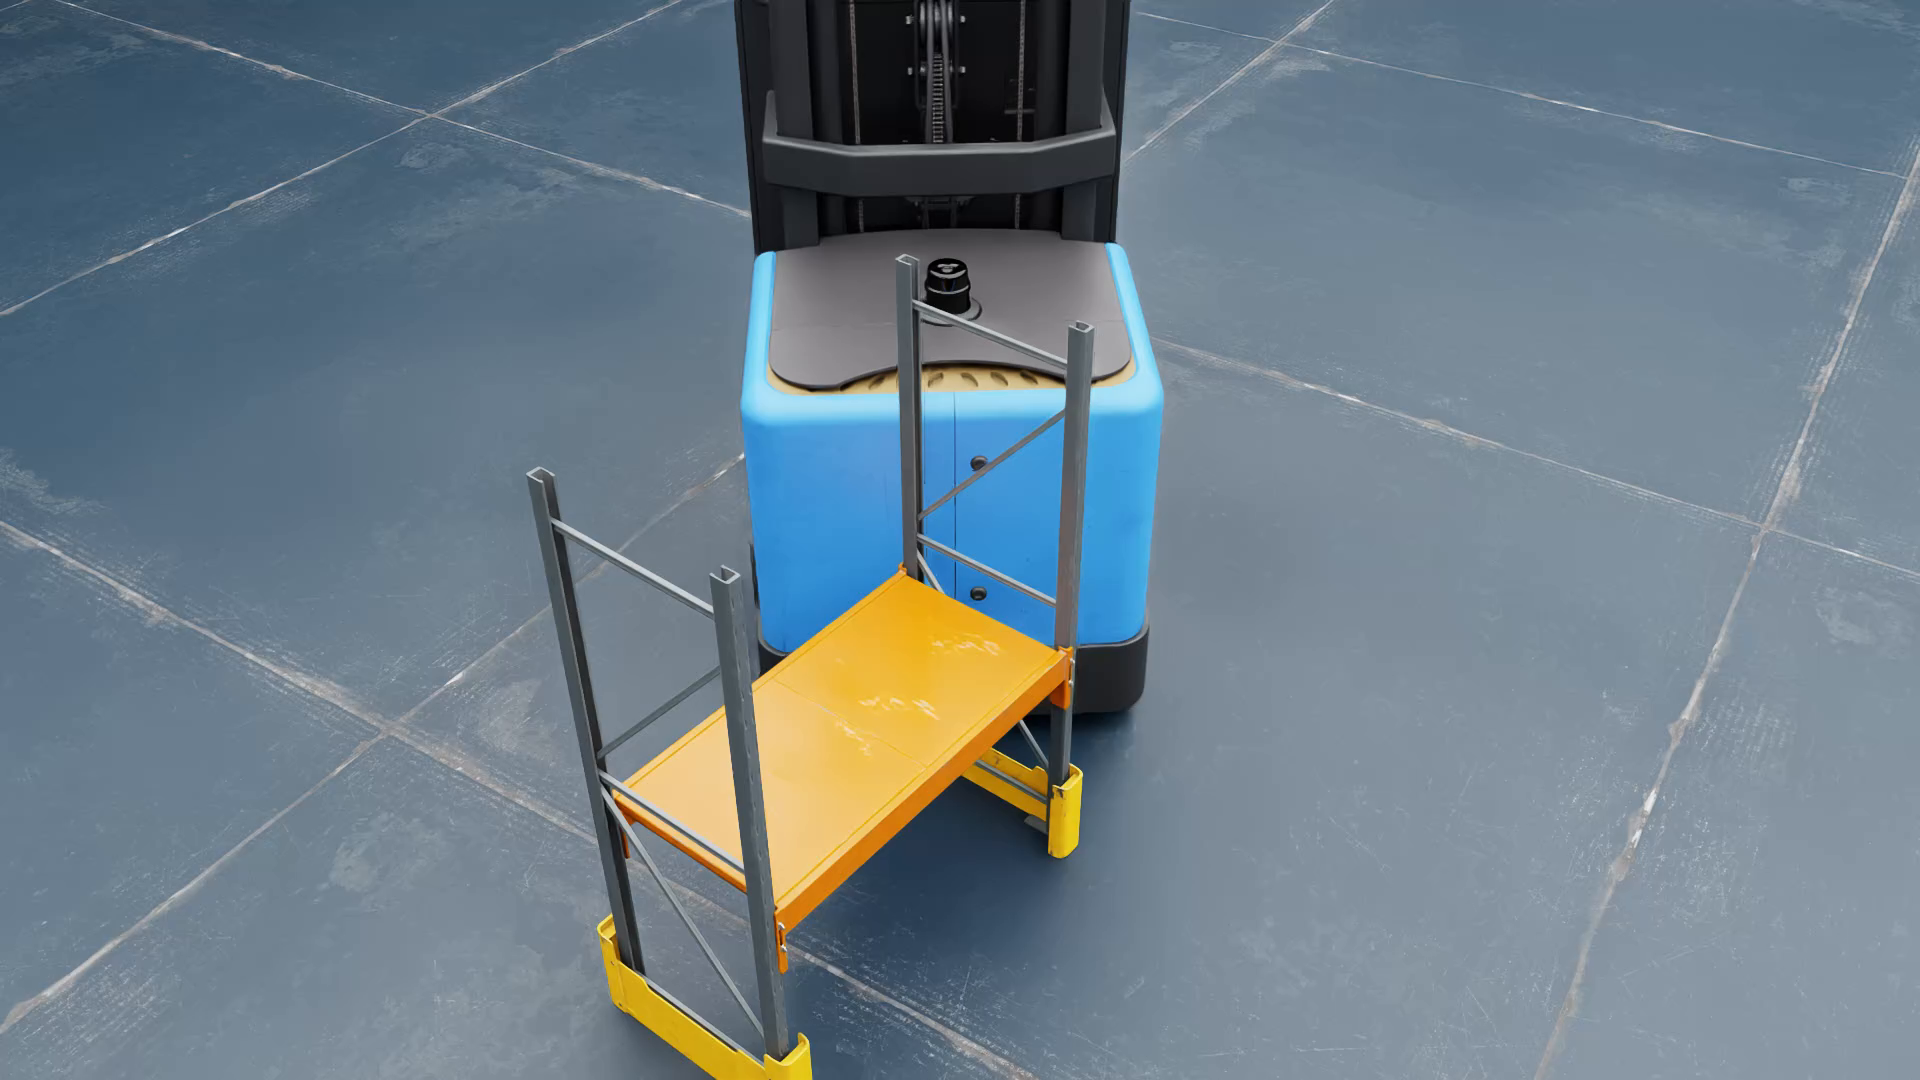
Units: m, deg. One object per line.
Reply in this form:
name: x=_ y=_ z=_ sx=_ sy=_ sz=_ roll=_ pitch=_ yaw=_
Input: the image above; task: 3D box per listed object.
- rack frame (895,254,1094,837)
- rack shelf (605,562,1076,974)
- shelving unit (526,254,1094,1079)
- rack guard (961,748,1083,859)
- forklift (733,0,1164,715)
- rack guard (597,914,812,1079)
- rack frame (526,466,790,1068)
rack frame: x=0.066 y=0.077 z=3.922 sx=0.500 sy=1.500 sz=0.032 roll=26 pitch=44 yaw=29
rack shelf: x=-0.249 y=0.463 z=3.716 sx=0.538 sy=0.185 sz=1.000 roll=26 pitch=44 yaw=29
shelving unit: x=-0.255 y=0.325 z=3.600 sx=0.587 sy=1.500 sz=1.083 roll=26 pitch=44 yaw=29
rack guard: x=0.054 y=0.581 z=4.291 sx=0.587 sy=0.250 sz=0.087 roll=26 pitch=44 yaw=29
forklift: x=-0.089 y=-1.545 z=4.853 sx=1.130 sy=2.935 sz=3.031 roll=-2 pitch=38 yaw=-2
rack guard: x=-0.563 y=1.059 z=3.672 sx=0.587 sy=0.250 sz=0.087 roll=26 pitch=44 yaw=29
rack frame: x=-0.564 y=0.564 z=3.290 sx=0.500 sy=1.500 sz=0.032 roll=26 pitch=44 yaw=29
